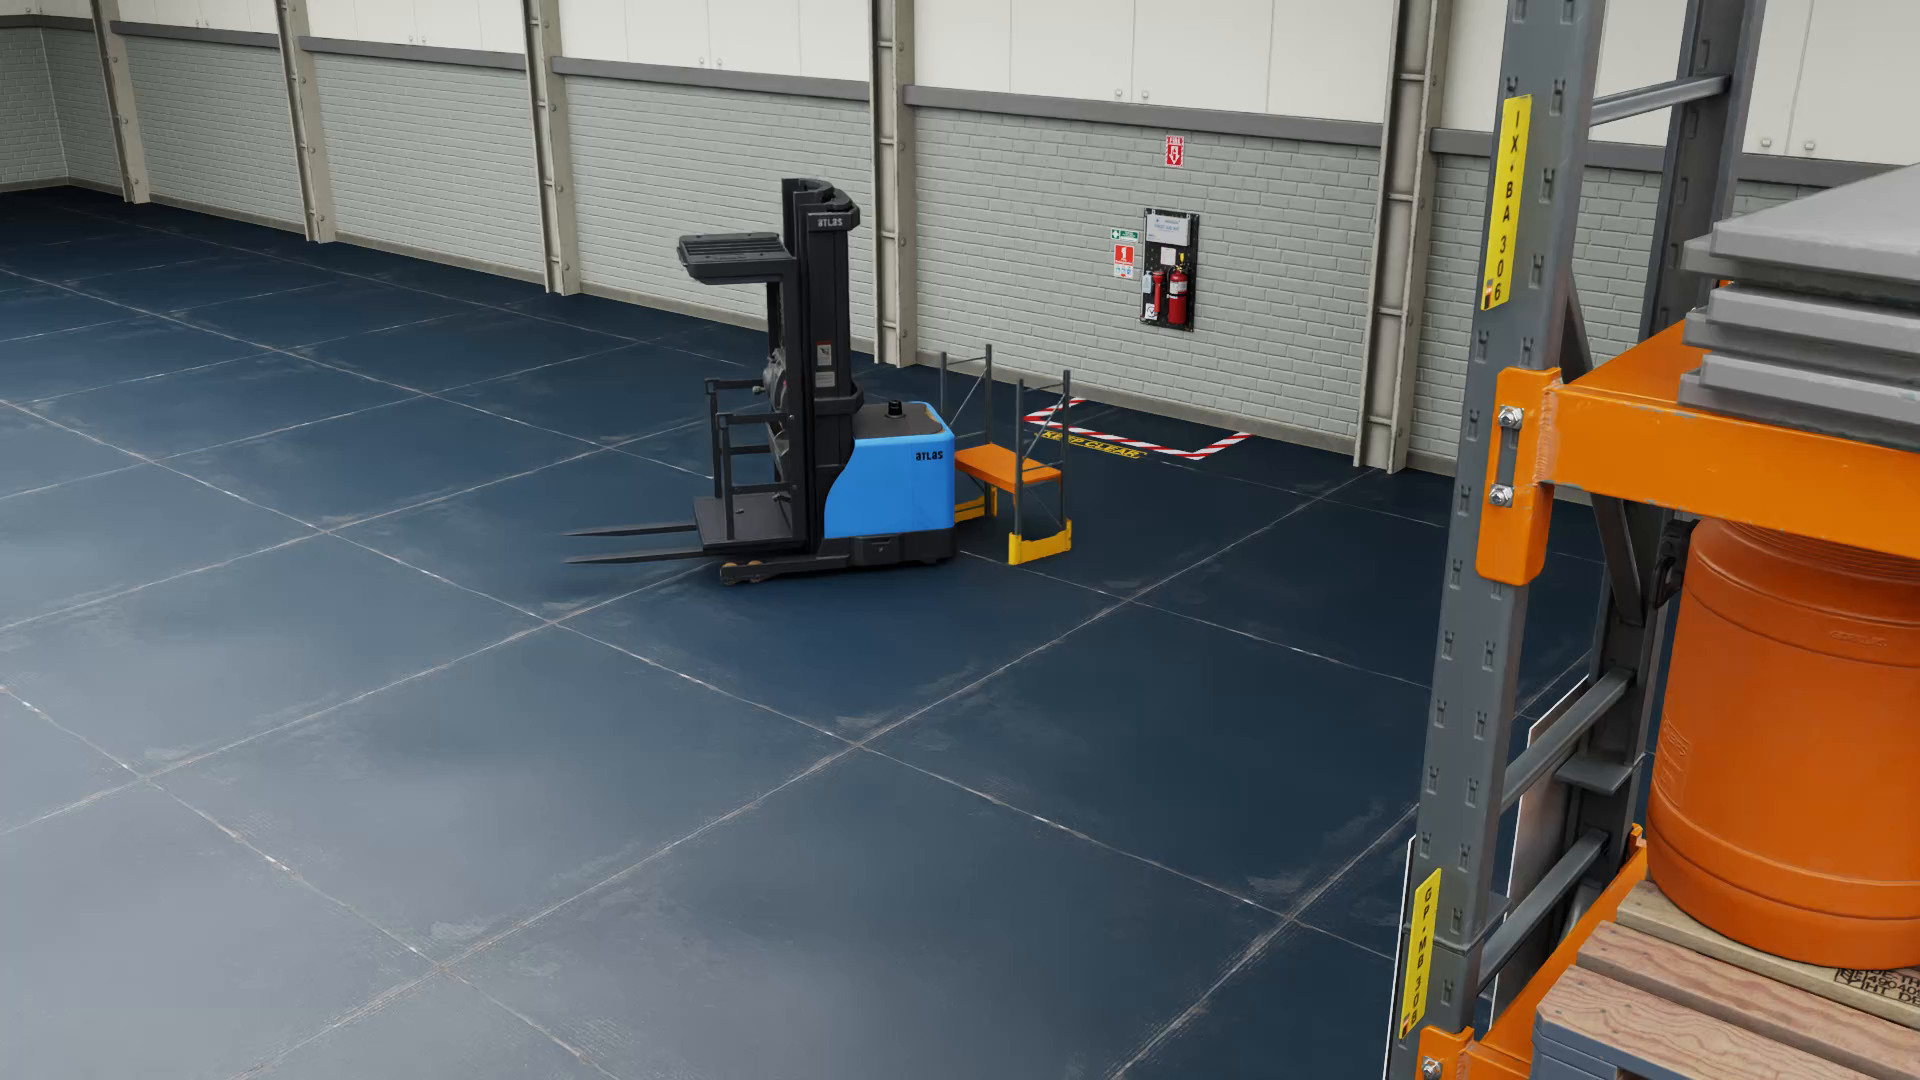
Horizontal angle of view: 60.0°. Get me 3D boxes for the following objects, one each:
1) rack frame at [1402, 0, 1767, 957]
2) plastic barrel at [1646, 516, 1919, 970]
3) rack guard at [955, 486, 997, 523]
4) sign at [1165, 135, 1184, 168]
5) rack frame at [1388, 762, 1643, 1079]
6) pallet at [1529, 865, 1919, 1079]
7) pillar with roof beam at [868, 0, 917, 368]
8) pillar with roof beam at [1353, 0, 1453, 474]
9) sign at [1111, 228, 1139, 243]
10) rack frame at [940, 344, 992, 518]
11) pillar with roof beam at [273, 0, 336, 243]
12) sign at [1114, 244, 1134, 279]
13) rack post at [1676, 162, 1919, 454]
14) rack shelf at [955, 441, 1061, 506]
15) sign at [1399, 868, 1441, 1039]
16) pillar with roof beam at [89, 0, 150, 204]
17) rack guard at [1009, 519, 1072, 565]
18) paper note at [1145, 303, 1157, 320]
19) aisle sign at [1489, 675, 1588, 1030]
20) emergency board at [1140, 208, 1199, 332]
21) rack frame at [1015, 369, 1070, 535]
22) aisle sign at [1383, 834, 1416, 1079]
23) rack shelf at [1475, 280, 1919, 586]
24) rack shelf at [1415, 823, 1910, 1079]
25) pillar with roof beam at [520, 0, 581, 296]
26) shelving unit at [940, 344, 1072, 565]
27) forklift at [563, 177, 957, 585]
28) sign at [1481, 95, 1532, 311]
[{"bbox_3d":[1.210,-0.776,2.972,0.127,3.000,1.000,16,26,36],"label":"rack frame"},{"bbox_3d":[1.667,0.304,3.156,0.708,0.830,0.600,16,26,36],"label":"plastic barrel"},{"bbox_3d":[0.063,-0.273,14.037,0.587,0.250,0.087,-14,25,-33],"label":"rack guard"},{"bbox_3d":[2.081,-3.771,16.132,0.199,0.298,0.001,16,26,36],"label":"sign"},{"bbox_3d":[1.210,2.031,4.030,0.127,3.000,1.000,16,26,36],"label":"rack frame"},{"bbox_3d":[1.789,0.927,2.974,1.213,0.211,1.003,16,26,36],"label":"pallet"},{"bbox_3d":[-3.456,-5.065,14.345,0.400,9.000,9.100,16,26,36],"label":"pillar with roof beam"},{"bbox_3d":[1.193,-3.726,10.795,0.400,9.000,9.100,16,26,36],"label":"pillar with roof beam"},{"bbox_3d":[1.659,-3.070,16.757,0.331,0.109,0.001,16,26,36],"label":"sign"},{"bbox_3d":[0.052,-0.863,13.832,0.500,1.500,0.032,-14,25,-33],"label":"rack frame"},{"bbox_3d":[-12.752,-7.742,21.445,0.400,9.000,9.100,16,26,36],"label":"pillar with roof beam"},{"bbox_3d":[1.661,-2.826,16.860,0.234,0.329,0.001,16,26,36],"label":"sign"},{"bbox_3d":[1.715,-0.338,2.521,0.937,0.300,0.954,-19,28,-41],"label":"rack post"},{"bbox_3d":[0.348,-0.549,13.508,0.538,0.185,1.000,-14,25,-33],"label":"rack shelf"},{"bbox_3d":[0.859,0.773,3.103,0.005,0.325,0.100,16,26,36],"label":"sign"},{"bbox_3d":[-17.401,-9.081,24.994,0.400,9.000,9.100,16,26,36],"label":"pillar with roof beam"},{"bbox_3d":[0.643,0.013,13.280,0.587,0.250,0.087,-14,25,-33],"label":"rack guard"},{"bbox_3d":[1.931,-2.304,16.775,0.142,0.148,0.016,16,26,36],"label":"paper note"},{"bbox_3d":[1.342,0.718,3.830,0.004,0.787,0.394,16,26,36],"label":"aisle sign"},{"bbox_3d":[2.024,-2.658,16.464,0.643,1.169,0.194,16,26,36],"label":"emergency board"},{"bbox_3d":[0.644,-0.572,13.058,0.500,1.500,0.032,-14,25,-33],"label":"rack frame"},{"bbox_3d":[0.969,0.879,3.402,0.004,0.787,0.394,16,26,36],"label":"aisle sign"},{"bbox_3d":[2.759,0.194,1.986,4.000,0.370,1.077,16,26,36],"label":"rack shelf"},{"bbox_3d":[2.759,1.411,2.445,4.000,0.370,1.077,16,26,36],"label":"rack shelf"},{"bbox_3d":[-8.104,-6.403,17.895,0.400,9.000,9.100,16,26,36],"label":"pillar with roof beam"},{"bbox_3d":[0.353,-0.715,13.438,0.587,1.500,1.083,-14,25,-33],"label":"shelving unit"},{"bbox_3d":[-1.600,-1.233,12.783,3.031,2.935,1.130,-5,21,-12],"label":"forklift"},{"bbox_3d":[0.859,-0.529,2.613,0.005,0.325,0.100,16,26,36],"label":"sign"}]
